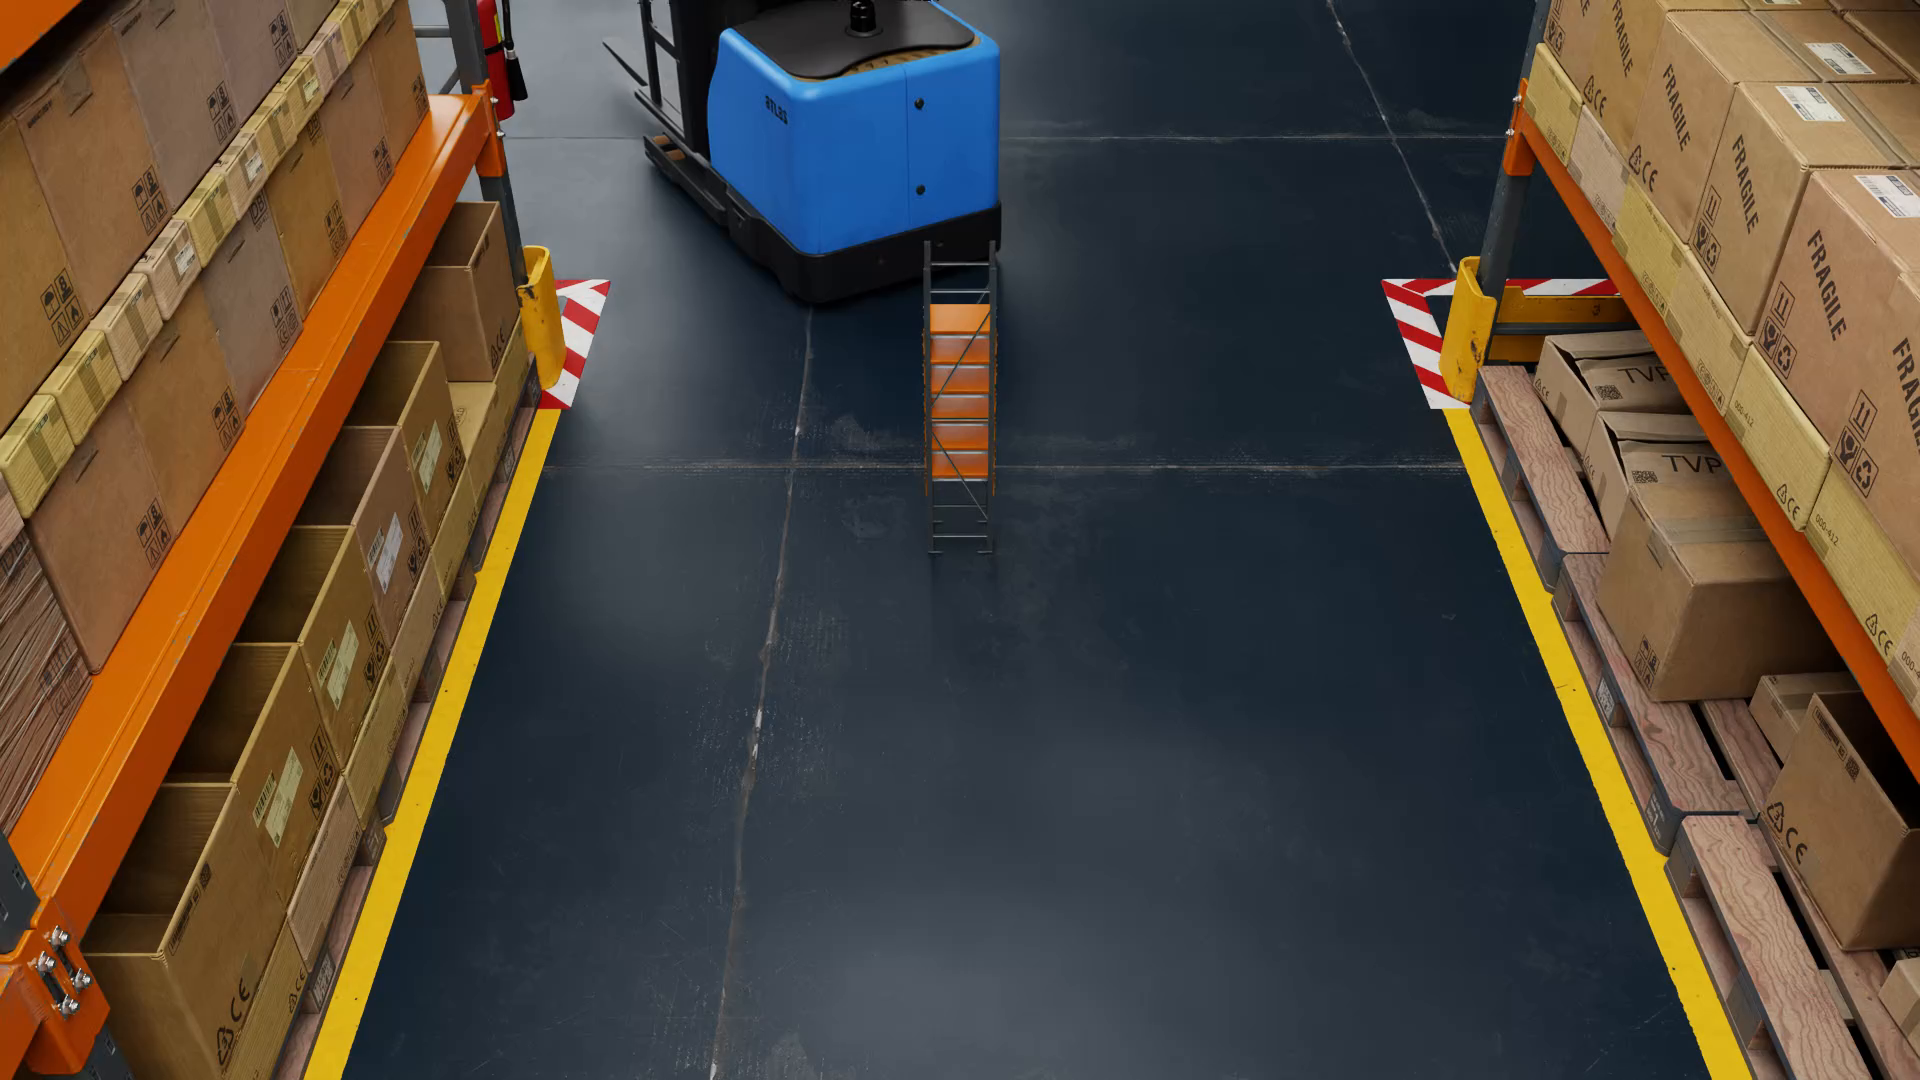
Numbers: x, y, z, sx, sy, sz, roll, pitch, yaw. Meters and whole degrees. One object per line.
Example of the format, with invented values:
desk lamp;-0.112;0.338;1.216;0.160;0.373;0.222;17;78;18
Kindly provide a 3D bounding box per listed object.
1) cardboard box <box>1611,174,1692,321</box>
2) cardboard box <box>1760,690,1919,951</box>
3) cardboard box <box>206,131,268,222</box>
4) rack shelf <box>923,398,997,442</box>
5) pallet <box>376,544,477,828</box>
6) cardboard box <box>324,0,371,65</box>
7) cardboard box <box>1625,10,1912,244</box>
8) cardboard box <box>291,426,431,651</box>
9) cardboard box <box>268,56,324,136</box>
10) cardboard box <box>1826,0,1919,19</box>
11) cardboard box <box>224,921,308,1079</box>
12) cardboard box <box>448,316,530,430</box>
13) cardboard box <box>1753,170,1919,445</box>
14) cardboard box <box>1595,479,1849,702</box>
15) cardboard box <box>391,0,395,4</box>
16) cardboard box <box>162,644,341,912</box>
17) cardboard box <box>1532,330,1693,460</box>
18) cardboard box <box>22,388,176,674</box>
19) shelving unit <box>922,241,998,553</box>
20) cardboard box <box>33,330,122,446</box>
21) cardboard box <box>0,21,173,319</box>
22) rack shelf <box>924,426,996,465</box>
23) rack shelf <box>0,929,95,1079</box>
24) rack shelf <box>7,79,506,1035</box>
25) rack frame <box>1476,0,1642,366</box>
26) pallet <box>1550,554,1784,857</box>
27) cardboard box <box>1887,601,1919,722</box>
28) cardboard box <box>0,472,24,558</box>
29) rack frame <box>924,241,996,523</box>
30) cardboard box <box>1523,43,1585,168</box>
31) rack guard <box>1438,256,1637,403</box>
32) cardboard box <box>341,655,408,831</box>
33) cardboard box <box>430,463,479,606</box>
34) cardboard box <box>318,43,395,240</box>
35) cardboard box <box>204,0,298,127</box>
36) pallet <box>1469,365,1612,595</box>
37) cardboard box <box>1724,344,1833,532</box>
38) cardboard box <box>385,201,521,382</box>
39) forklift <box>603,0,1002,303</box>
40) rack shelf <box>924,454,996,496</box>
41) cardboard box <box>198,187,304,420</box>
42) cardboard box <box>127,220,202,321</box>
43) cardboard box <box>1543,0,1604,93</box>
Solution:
cardboard box;2.346;-0.901;5.080;0.500;0.250;0.500;-1;39;-1
cardboard box;2.616;0.755;4.556;0.500;0.500;0.500;-3;39;-3
cardboard box;-2.106;-0.978;4.473;0.380;0.149;0.250;-1;39;-1
rack shelf;0.000;-0.443;5.914;0.258;0.103;0.180;0;39;0
pallet;-2.259;0.433;5.541;1.003;0.211;1.213;0;39;0
cardboard box;-2.108;-1.625;5.280;0.380;0.149;0.250;-1;39;-1
cardboard box;2.338;-1.212;4.868;0.500;0.500;0.500;-1;39;-2
cardboard box;-1.987;-0.005;5.121;0.500;0.500;0.500;0;39;0
cardboard box;-2.109;-1.303;4.879;0.380;0.149;0.250;1;39;1
cardboard box;2.857;-1.533;5.269;0.500;0.500;0.500;0;39;1
cardboard box;-1.993;1.226;4.185;0.500;0.250;0.500;0;39;0
cardboard box;-2.005;-0.651;6.526;0.500;0.250;0.500;0;39;0
cardboard box;2.352;-0.564;4.059;0.500;0.500;0.500;-1;39;-1
cardboard box;2.515;0.151;5.310;0.700;0.500;0.500;-2;39;-3
cardboard box;-2.110;-1.948;5.684;0.380;0.149;0.250;-1;39;-1
cardboard box;-1.992;0.620;4.341;0.500;0.500;0.500;0;39;0
cardboard box;2.564;-0.590;6.386;0.500;0.311;0.500;-4;39;-5
cardboard box;-2.310;-0.040;3.821;0.700;0.500;0.500;0;39;-1
shelving unit;0.000;-0.477;5.886;0.258;1.200;0.189;0;39;0
cardboard box;-2.107;-0.336;3.672;0.380;0.149;0.250;0;39;0
cardboard box;-2.305;-0.845;3.789;0.700;0.500;0.500;0;39;0
rack shelf;0.000;-0.349;5.989;0.258;0.103;0.180;0;39;0
rack shelf;-2.294;2.138;1.759;1.077;0.370;4.000;0;39;0
rack shelf;-2.298;-0.363;4.880;1.077;0.370;4.000;0;39;0
rack frame;2.653;-1.901;6.223;1.000;3.000;0.127;0;39;0
pallet;2.617;0.504;5.452;1.003;0.211;1.213;0;39;0
cardboard box;2.354;0.355;3.512;0.500;0.250;0.500;0;39;0
cardboard box;-2.103;-0.011;3.266;0.380;0.149;0.250;0;39;1
rack frame;0.000;-0.534;5.957;0.240;1.200;0.006;0;39;0
cardboard box;2.336;-1.545;5.883;0.500;0.250;0.500;-1;39;-1
rack guard;2.653;-0.878;6.946;1.175;0.500;0.348;0;39;0
cardboard box;-1.984;0.600;4.965;0.500;0.250;0.500;0;39;0
cardboard box;-1.990;-0.025;5.746;0.500;0.250;0.500;0;39;0
cardboard box;-2.308;-1.313;5.410;0.700;0.500;0.500;1;39;1
cardboard box;-2.305;-1.471;4.569;0.700;0.500;0.500;0;39;0
pallet;2.619;-0.257;6.402;1.003;0.211;1.213;0;39;0
cardboard box;2.346;-0.271;4.293;0.500;0.250;0.500;0;39;0
cardboard box;-2.002;-0.943;6.292;0.500;0.500;0.500;0;39;0
forklift;-0.982;-3.108;7.785;1.130;2.935;3.031;-20;43;-23
rack shelf;0.000;-0.255;6.064;0.258;0.103;0.180;0;39;0
cardboard box;-2.308;-0.674;4.612;0.700;0.500;0.500;1;39;1
cardboard box;-2.108;-0.660;4.076;0.380;0.149;0.250;-1;39;-1
cardboard box;2.353;-1.844;5.656;0.500;0.500;0.500;0;39;0
